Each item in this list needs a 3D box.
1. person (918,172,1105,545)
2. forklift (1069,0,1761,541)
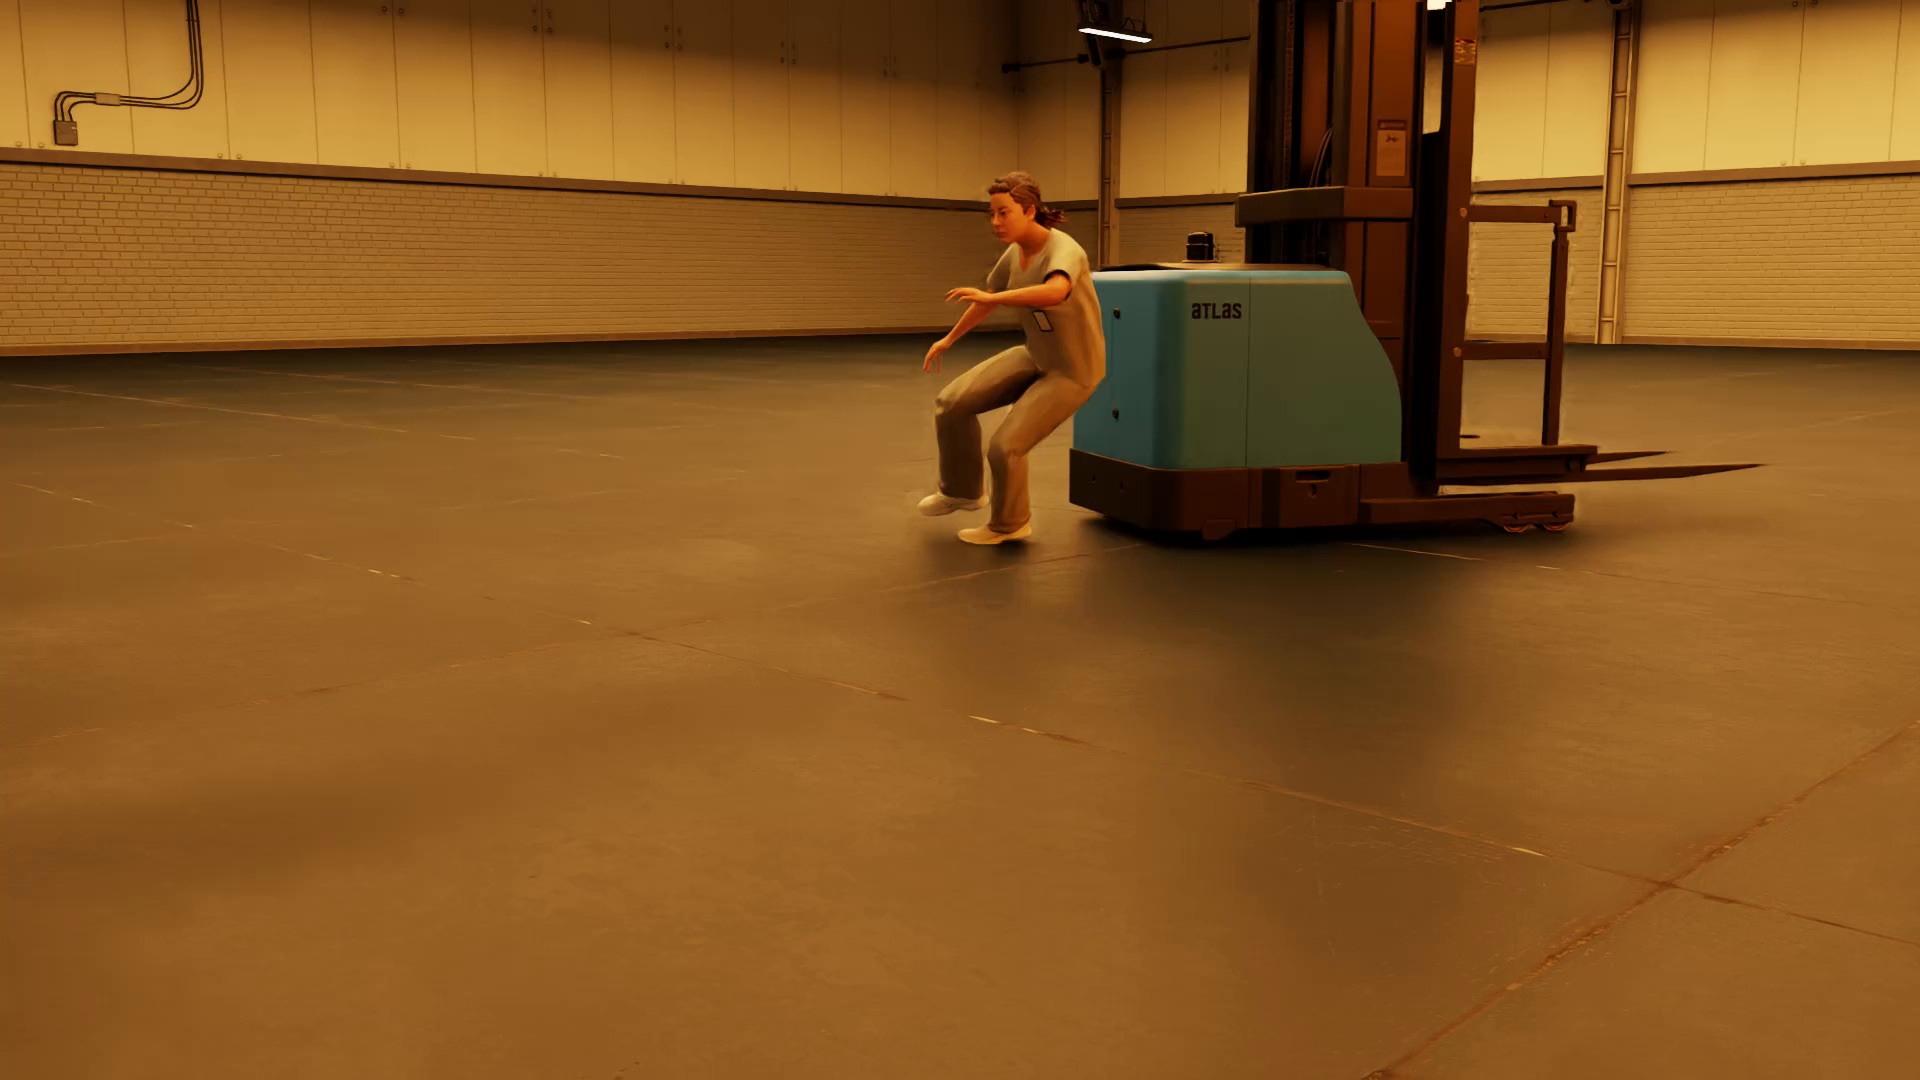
[{"bbox_3d":[0.105,-0.654,6.296,0.834,1.436,0.974,-8,12,-42],"label":"person"},{"bbox_3d":[2.057,-1.548,7.151,3.031,2.935,1.130,-3,9,-17],"label":"forklift"}]
